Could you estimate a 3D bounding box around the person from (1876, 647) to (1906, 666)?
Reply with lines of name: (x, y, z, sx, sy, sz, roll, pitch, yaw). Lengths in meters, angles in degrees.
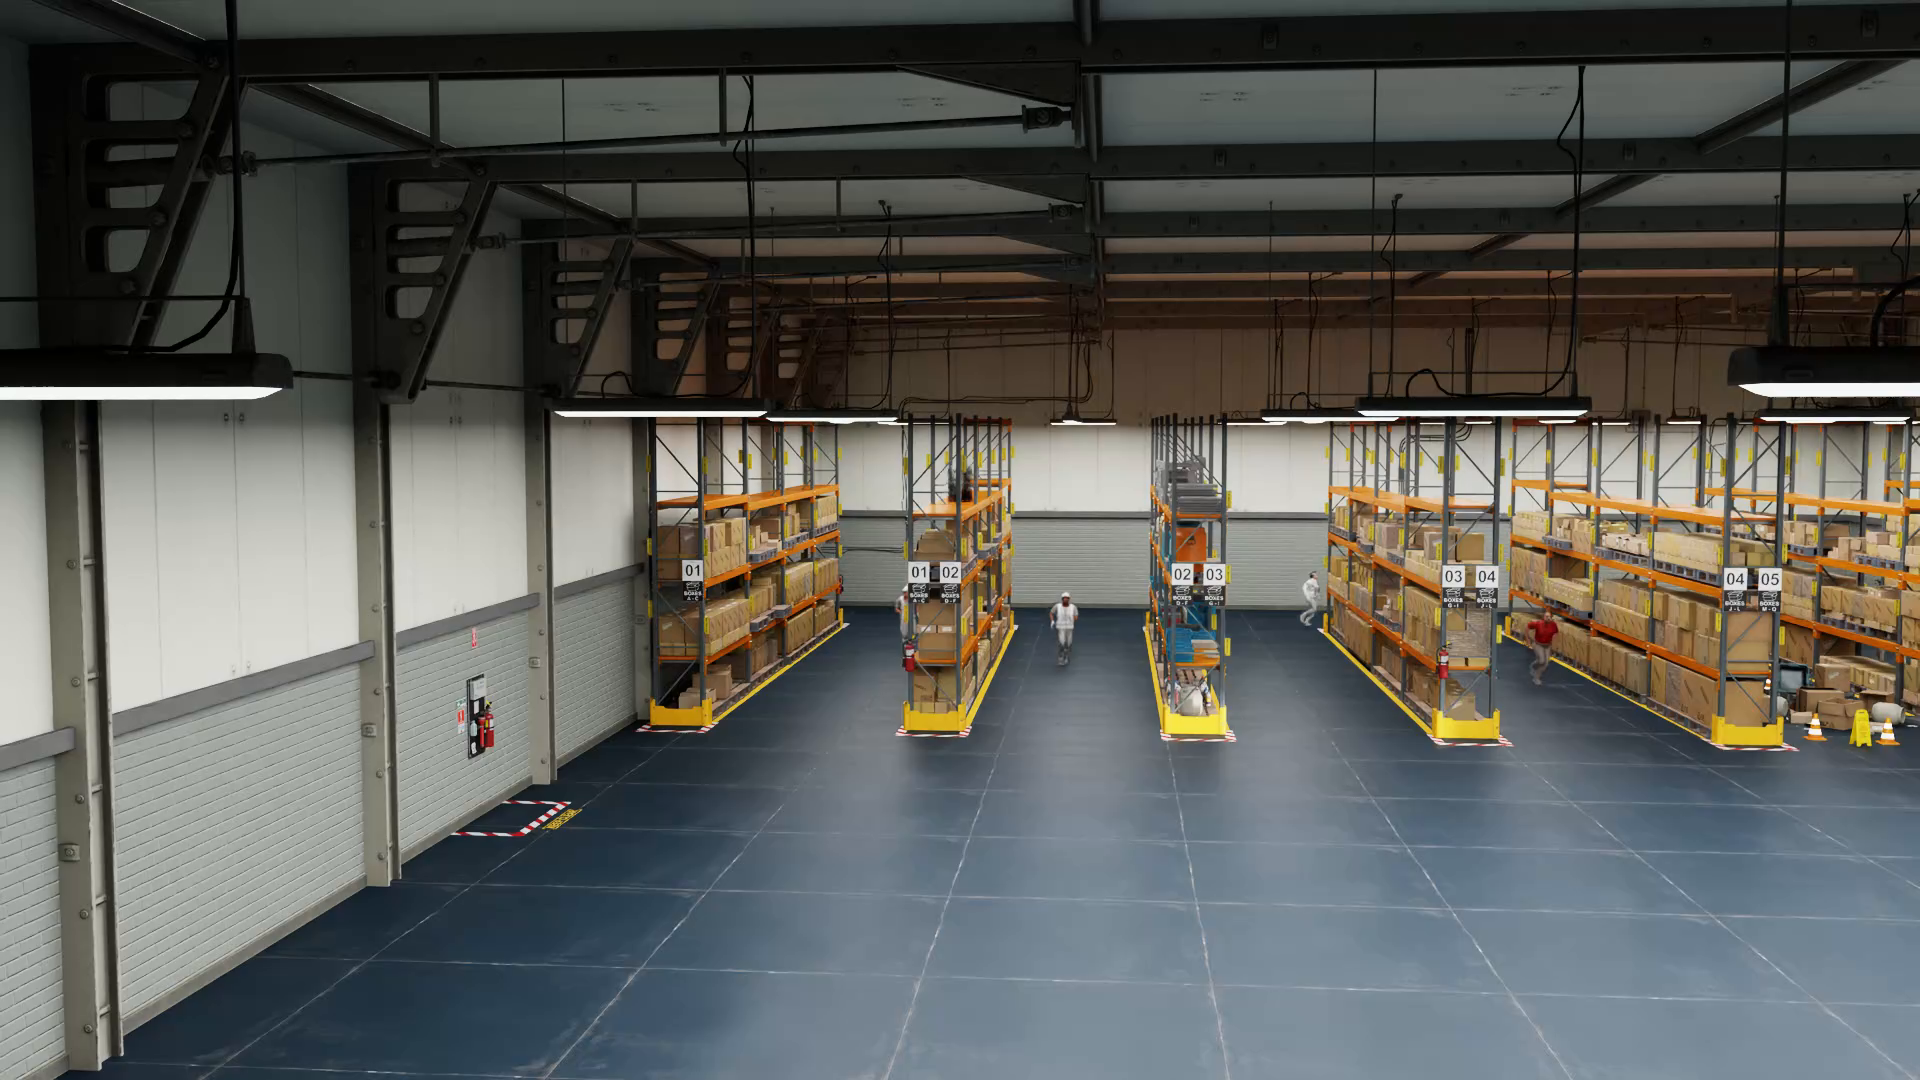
person: (22.191, 2.247, 39.671, 0.601, 1.635, 0.945, 0, 4, -5)

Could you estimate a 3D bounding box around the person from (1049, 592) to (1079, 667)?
person: (2.524, 2.151, 39.874, 0.650, 1.791, 0.710, -1, 4, -10)

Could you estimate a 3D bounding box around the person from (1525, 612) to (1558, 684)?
person: (13.014, 2.411, 37.074, 0.628, 1.651, 0.737, -1, 4, -12)

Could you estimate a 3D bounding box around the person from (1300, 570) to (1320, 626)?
person: (10.218, 1.675, 48.231, 0.449, 1.595, 0.650, 3, 5, 35)

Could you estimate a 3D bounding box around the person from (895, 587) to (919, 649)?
person: (-1.328, 2.013, 42.680, 0.688, 1.657, 0.790, 0, 4, -4)
